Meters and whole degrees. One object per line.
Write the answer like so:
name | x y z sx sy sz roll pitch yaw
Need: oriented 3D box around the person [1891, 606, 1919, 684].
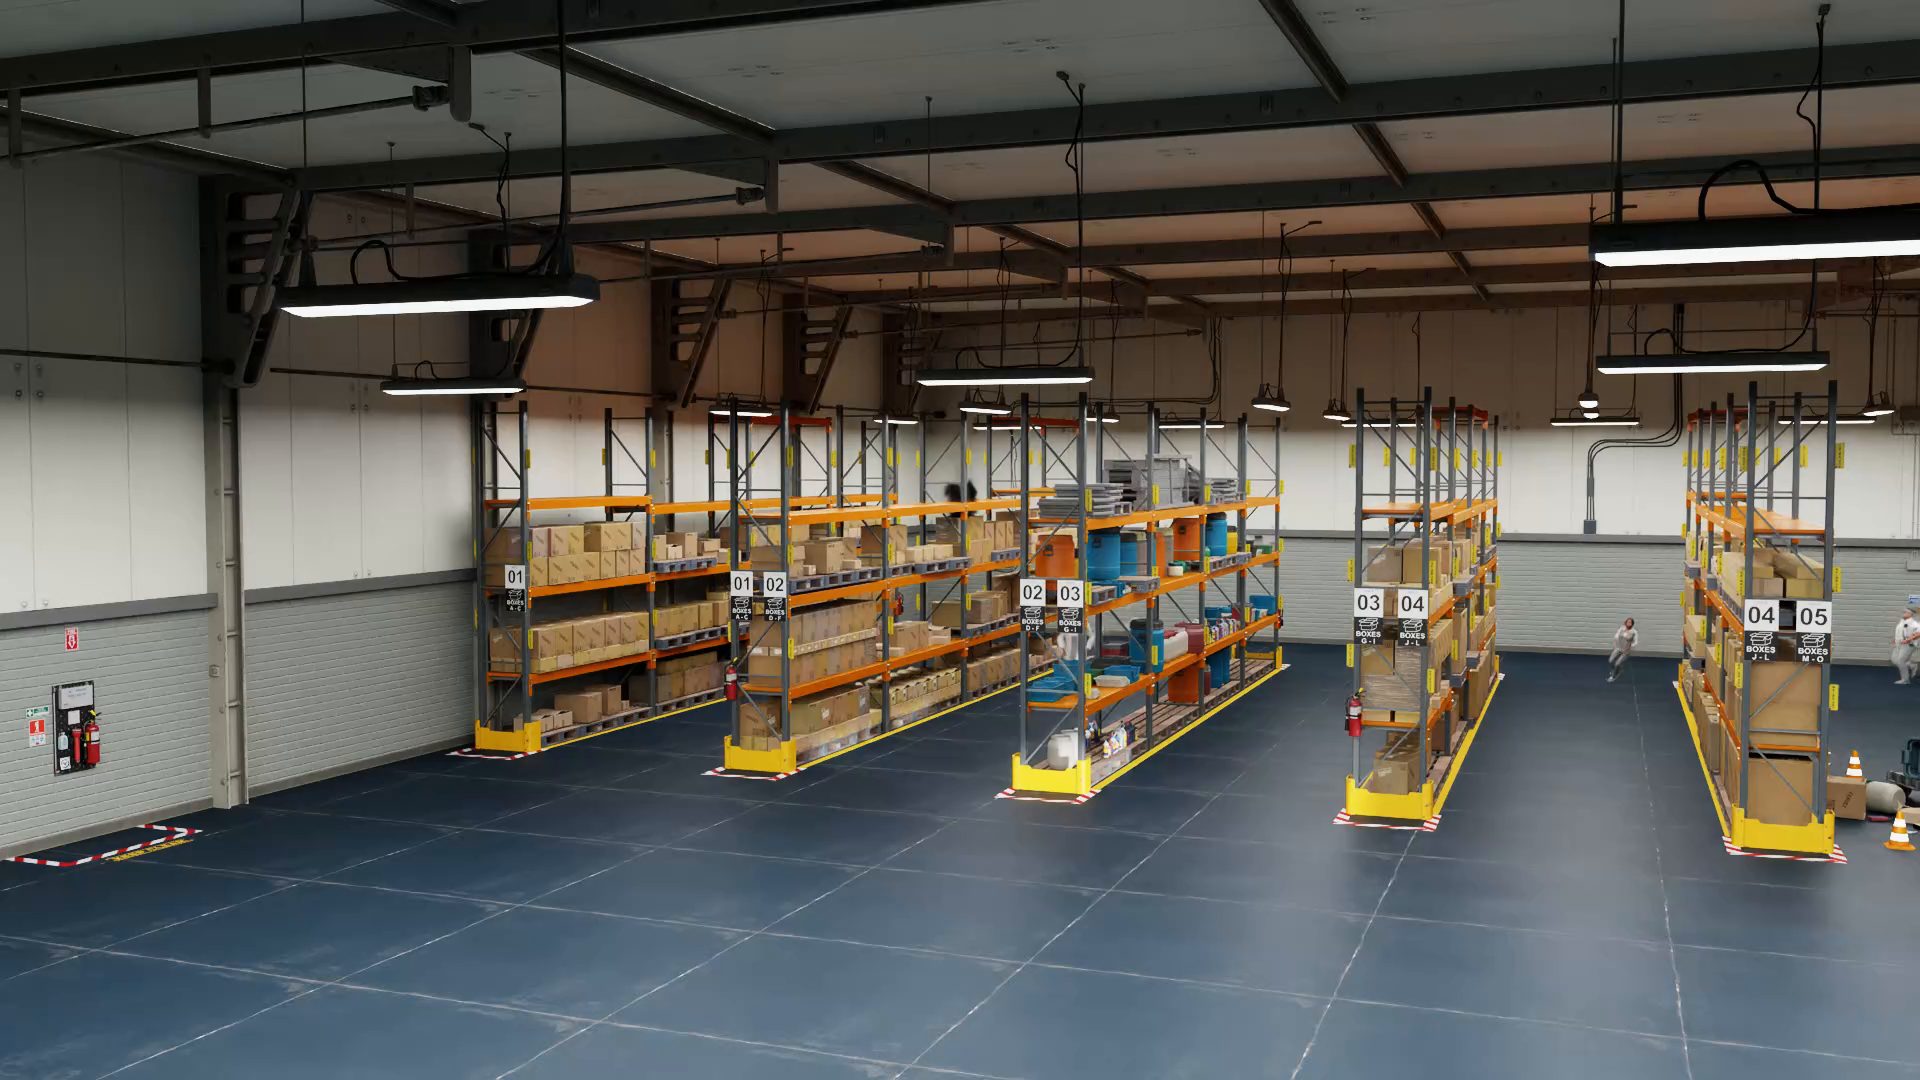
person | 21.090 2.340 37.012 0.602 1.741 0.666 0 3 -1

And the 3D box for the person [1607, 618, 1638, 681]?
person | 14.774 2.454 37.164 0.465 1.473 0.685 -2 4 -40

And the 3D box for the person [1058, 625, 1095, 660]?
person | 2.287 2.268 32.936 0.739 1.718 0.897 1 3 19
